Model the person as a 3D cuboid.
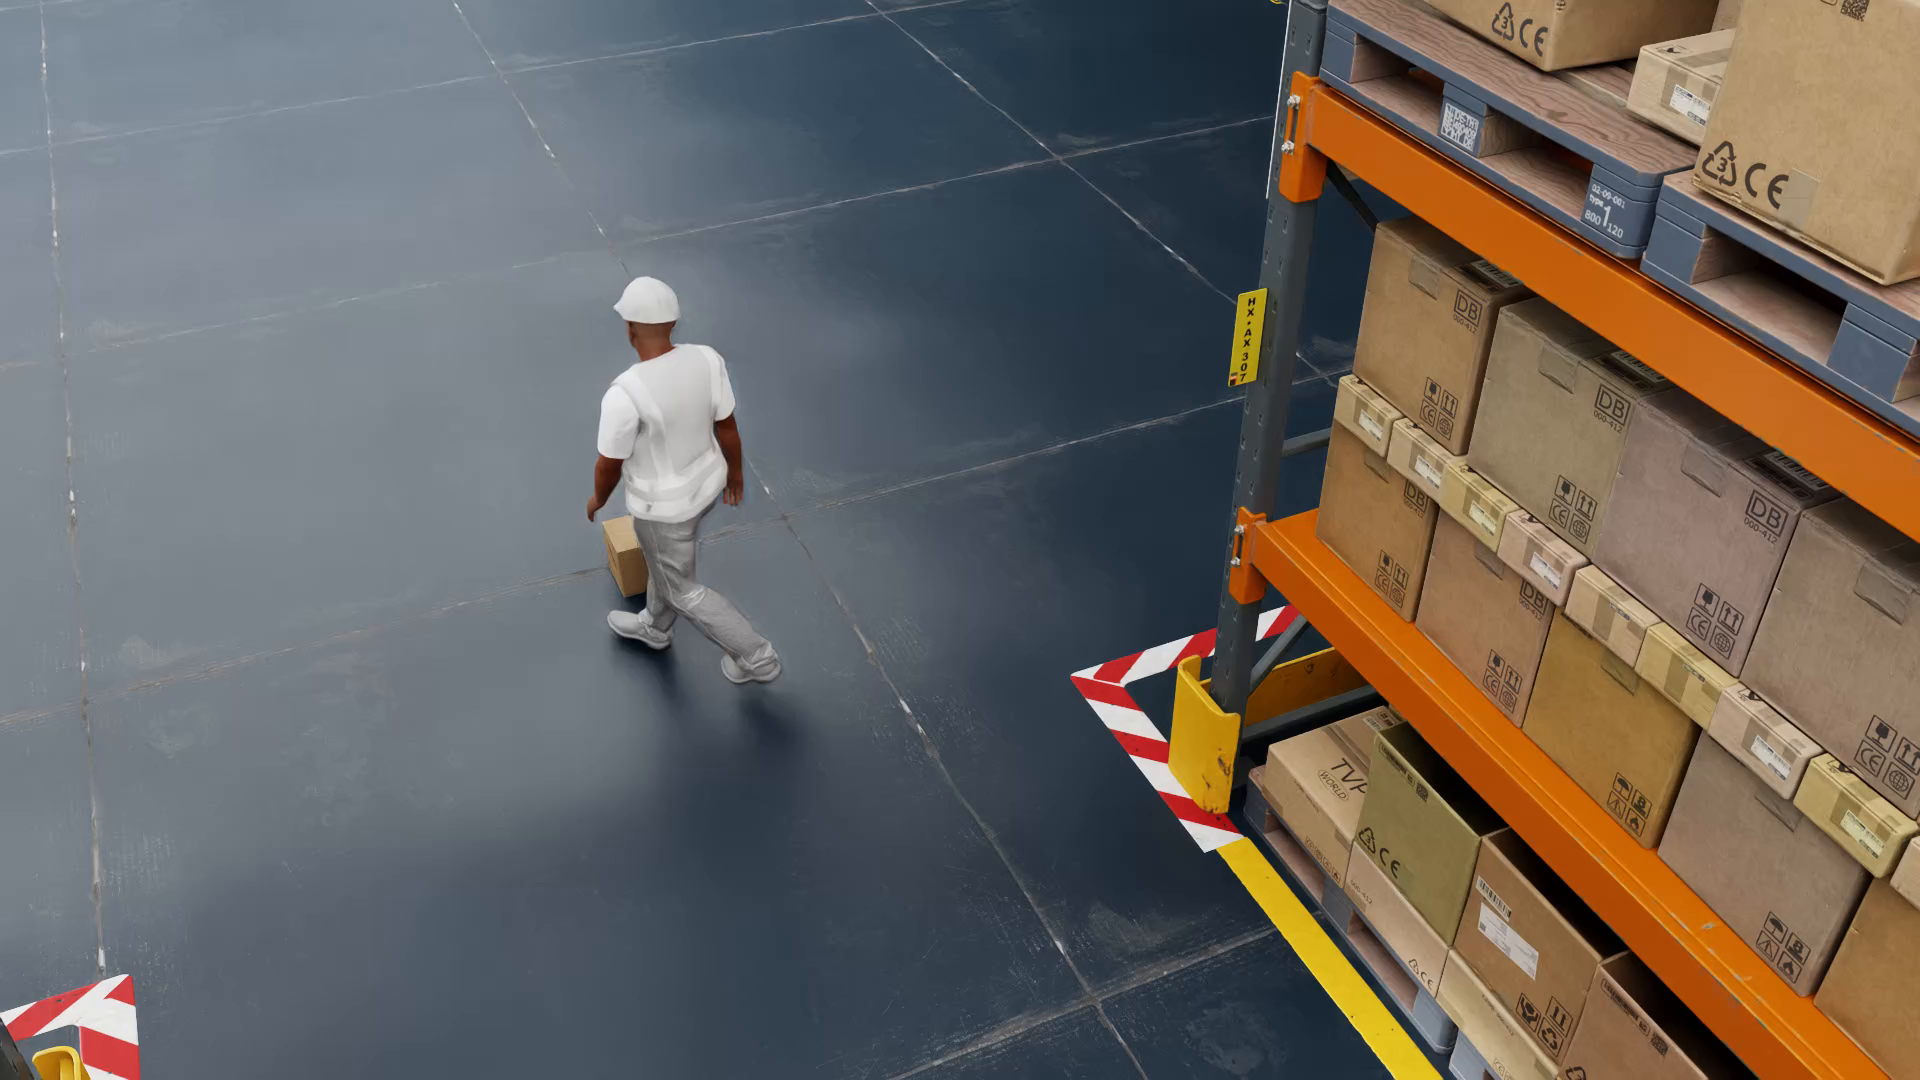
[{"bbox_3d":[-1.093,-0.187,6.391,0.928,1.741,0.574,18,41,22],"label":"person"}]
